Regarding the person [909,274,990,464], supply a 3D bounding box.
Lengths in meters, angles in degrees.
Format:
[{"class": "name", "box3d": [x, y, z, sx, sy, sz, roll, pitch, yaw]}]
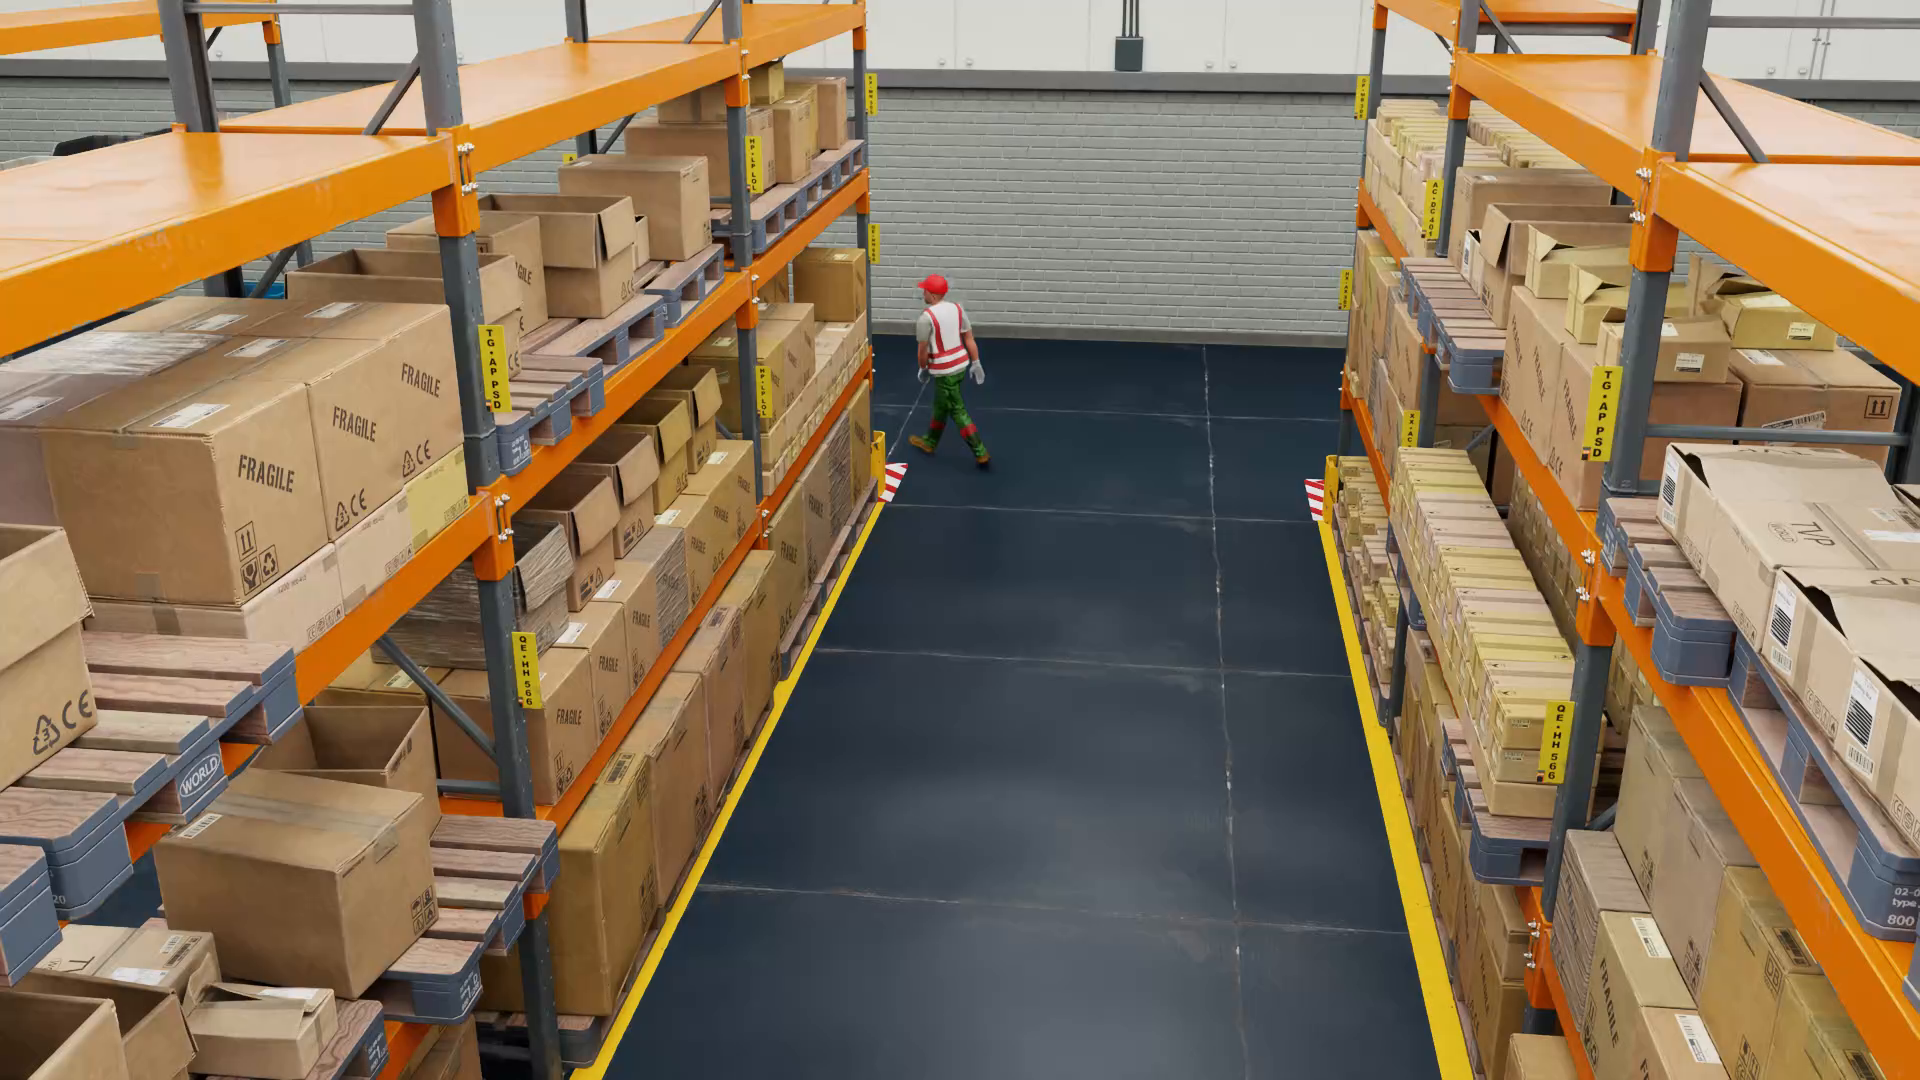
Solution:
[{"class": "person", "box3d": [-0.158, -1.553, 15.138, 0.988, 1.738, 0.569, 19, 28, 40]}]
